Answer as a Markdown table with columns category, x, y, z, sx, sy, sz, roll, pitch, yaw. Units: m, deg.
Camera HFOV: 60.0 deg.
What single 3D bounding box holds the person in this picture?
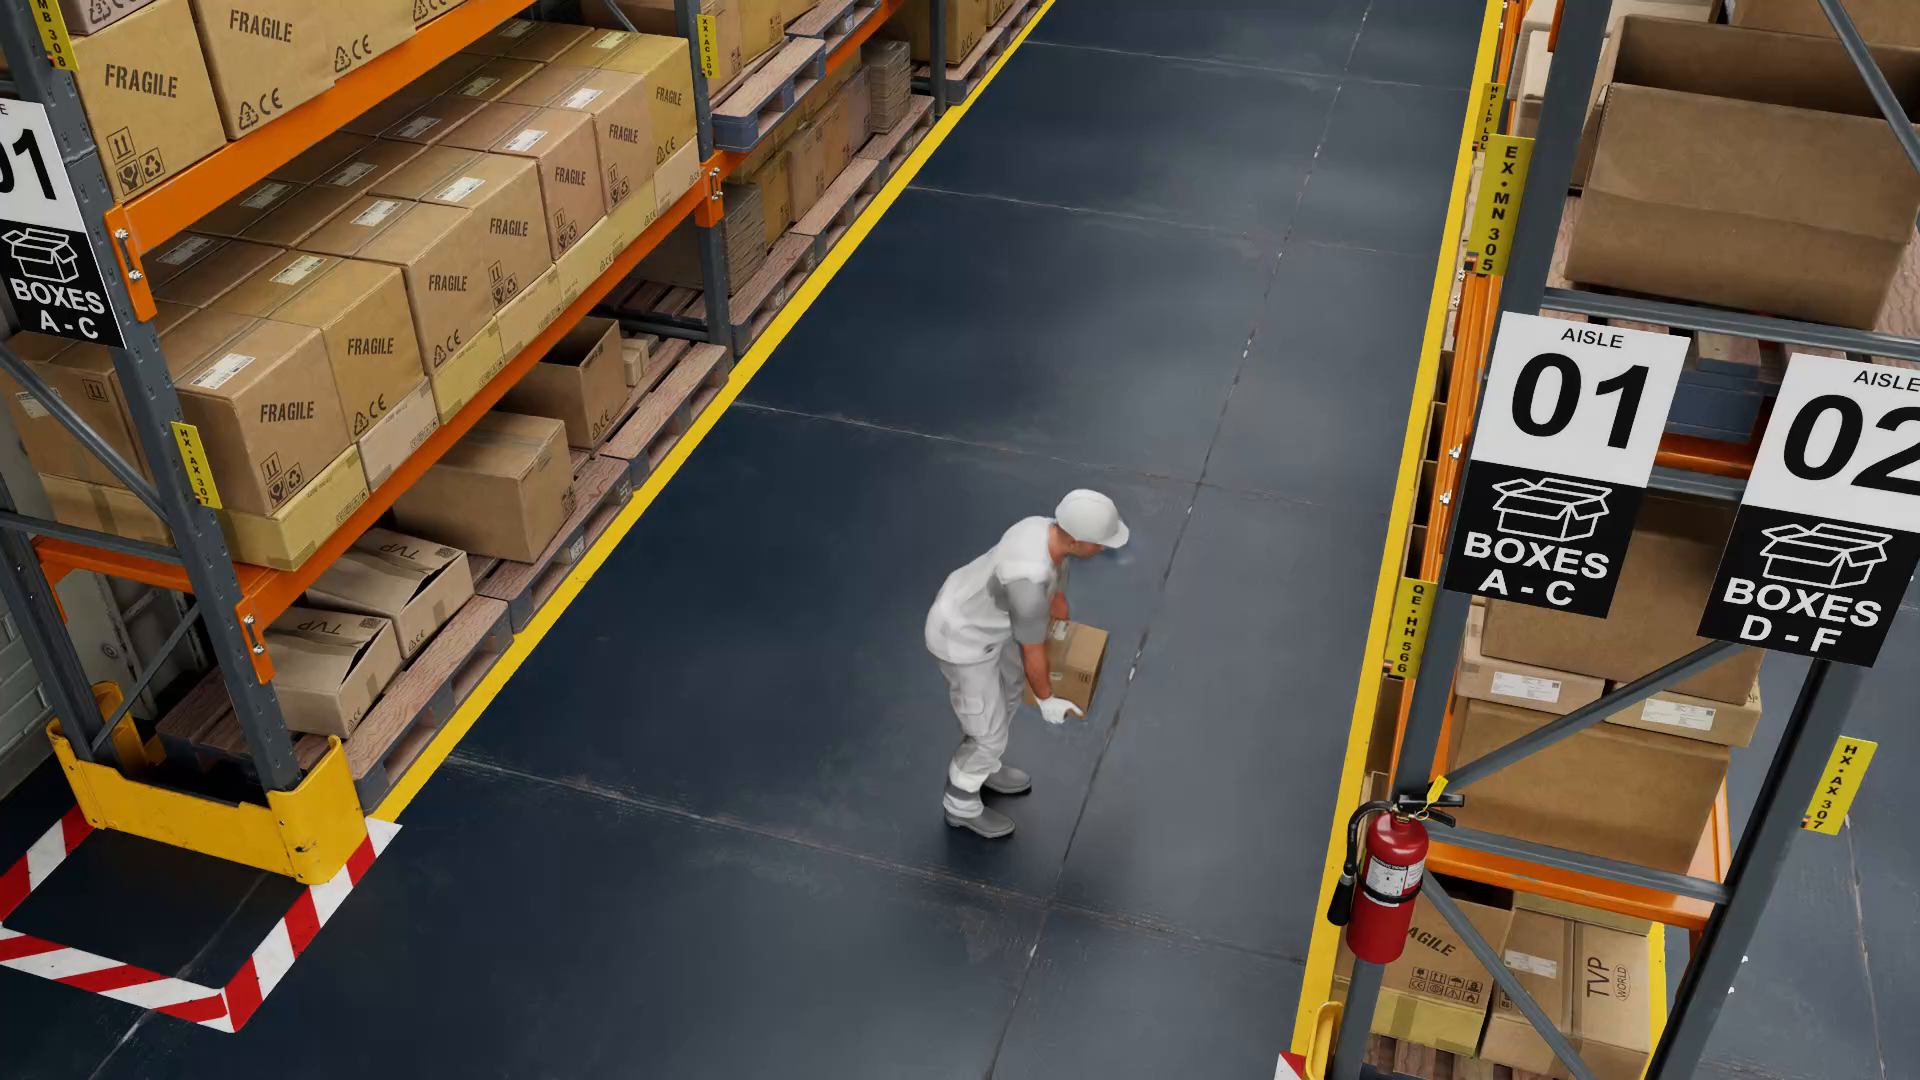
| category | x | y | z | sx | sy | sz | roll | pitch | yaw |
| --- | --- | --- | --- | --- | --- | --- | --- | --- | --- |
| person | 0.243 | 0.455 | 6.395 | 0.739 | 1.628 | 0.492 | 10 | 38 | 13 |
